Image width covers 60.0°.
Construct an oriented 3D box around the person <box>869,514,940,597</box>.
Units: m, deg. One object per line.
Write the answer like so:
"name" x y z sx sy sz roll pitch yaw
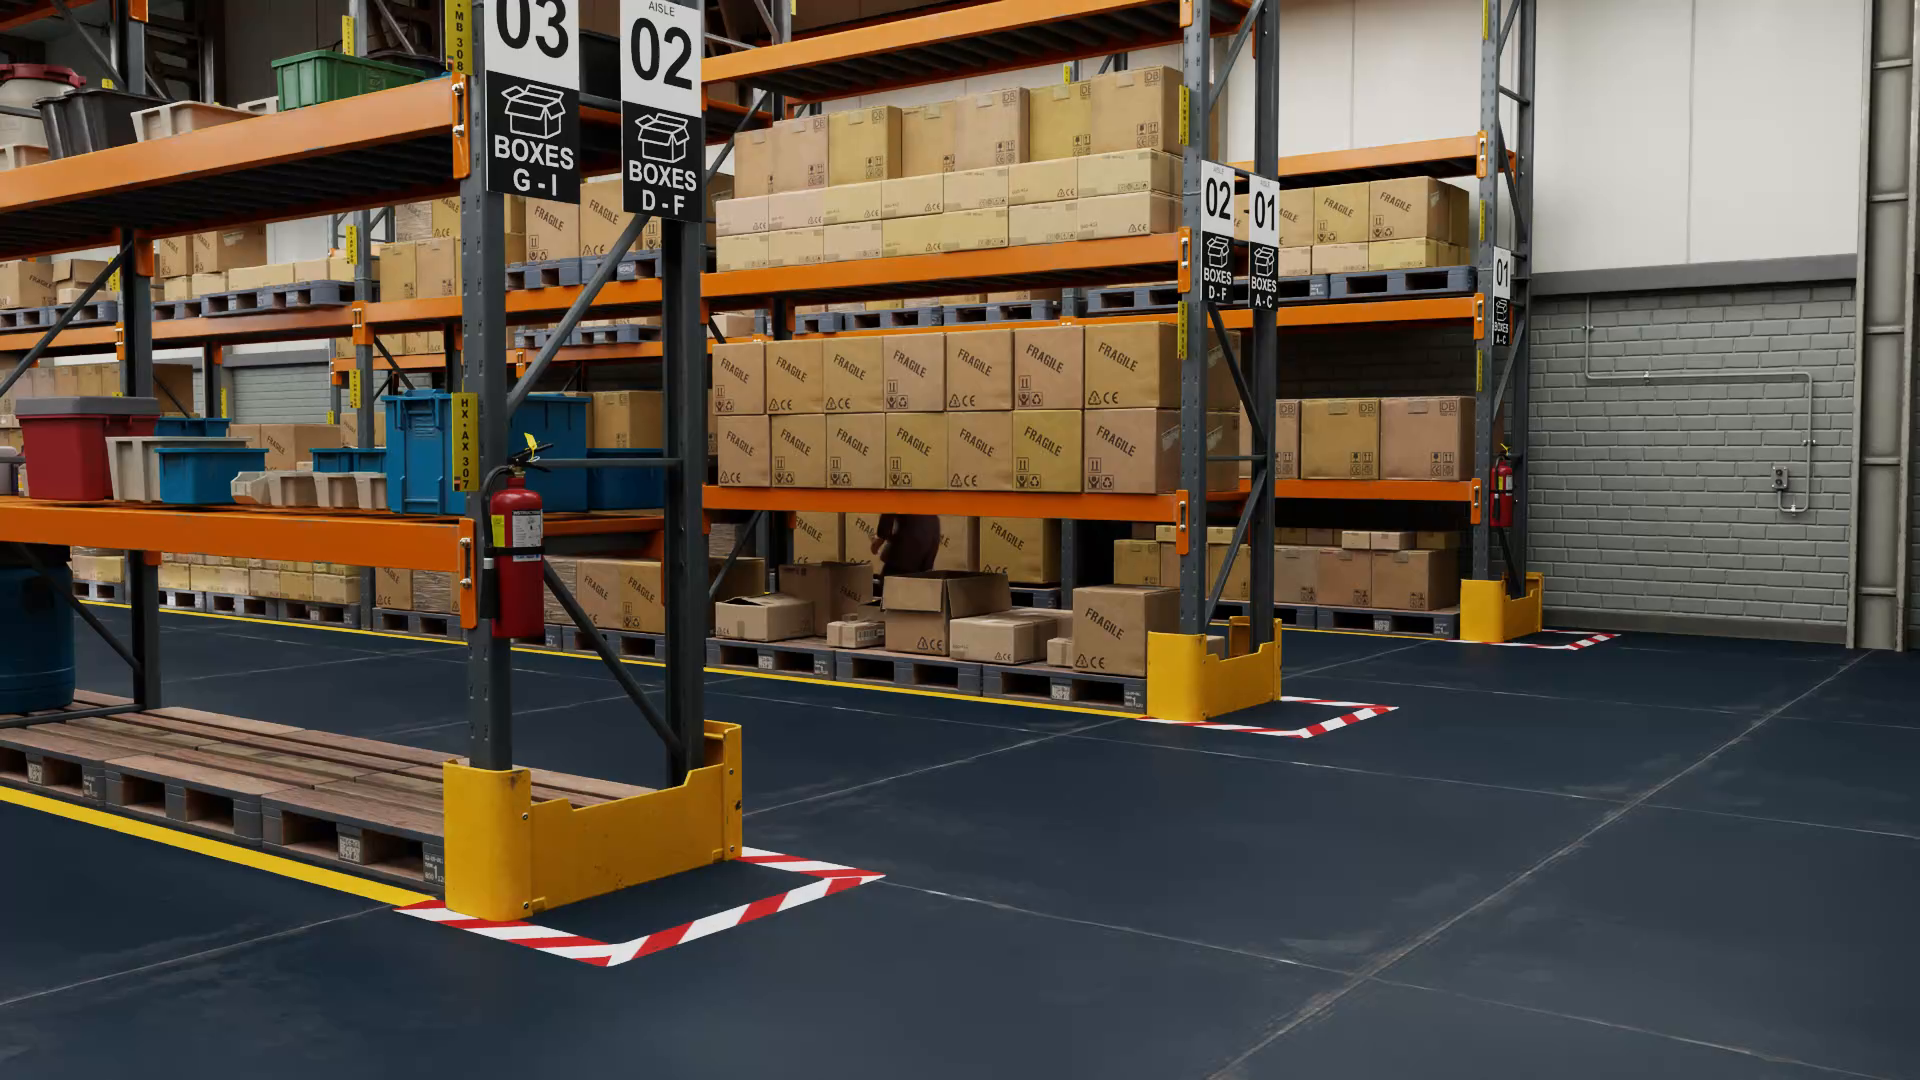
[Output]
"person" -0.418 0.071 13.298 0.466 1.549 0.599 2 4 35
